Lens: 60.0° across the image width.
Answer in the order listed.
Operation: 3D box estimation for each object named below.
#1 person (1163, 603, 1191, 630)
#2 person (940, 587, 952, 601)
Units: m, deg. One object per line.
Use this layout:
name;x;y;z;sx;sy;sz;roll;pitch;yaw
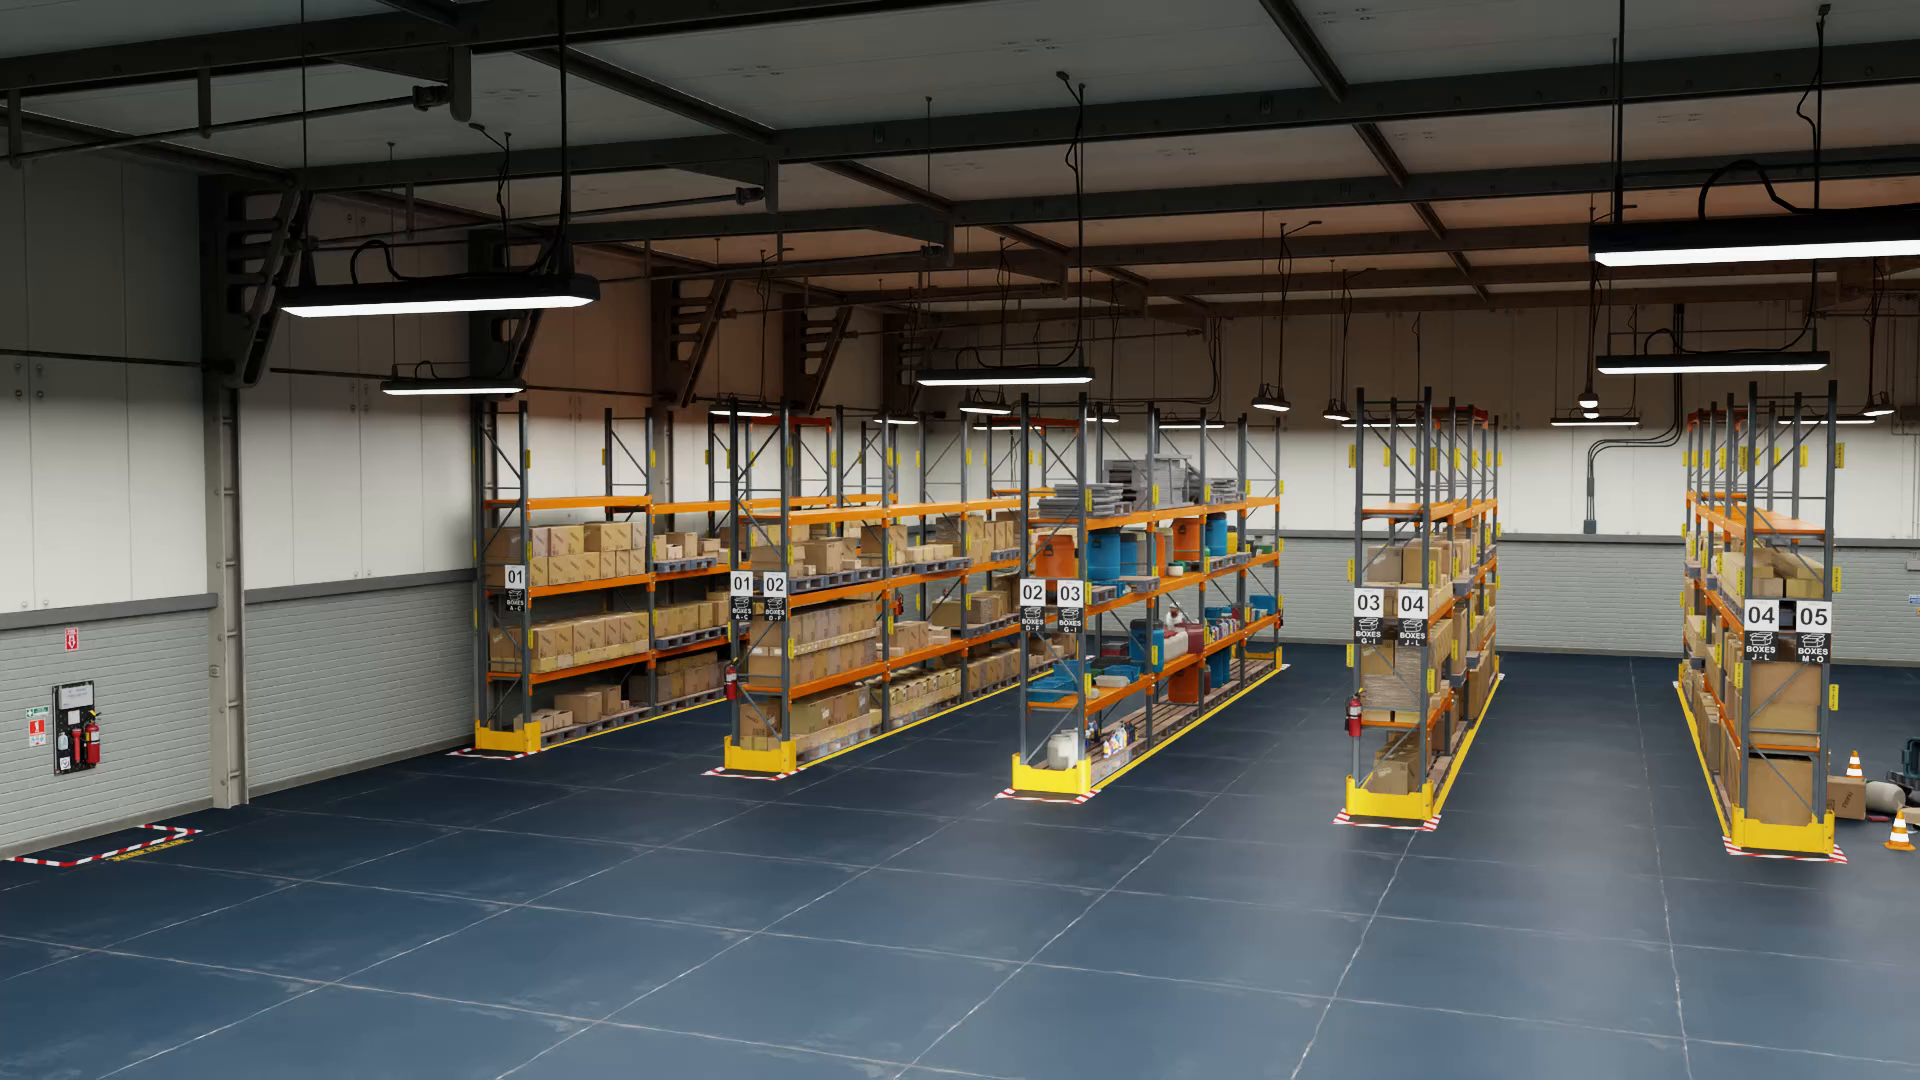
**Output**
person;5.083;2.276;38.806;0.718;1.685;0.634;2;3;32
person;-0.425;2.030;44.987;0.940;1.542;0.414;2;4;39
